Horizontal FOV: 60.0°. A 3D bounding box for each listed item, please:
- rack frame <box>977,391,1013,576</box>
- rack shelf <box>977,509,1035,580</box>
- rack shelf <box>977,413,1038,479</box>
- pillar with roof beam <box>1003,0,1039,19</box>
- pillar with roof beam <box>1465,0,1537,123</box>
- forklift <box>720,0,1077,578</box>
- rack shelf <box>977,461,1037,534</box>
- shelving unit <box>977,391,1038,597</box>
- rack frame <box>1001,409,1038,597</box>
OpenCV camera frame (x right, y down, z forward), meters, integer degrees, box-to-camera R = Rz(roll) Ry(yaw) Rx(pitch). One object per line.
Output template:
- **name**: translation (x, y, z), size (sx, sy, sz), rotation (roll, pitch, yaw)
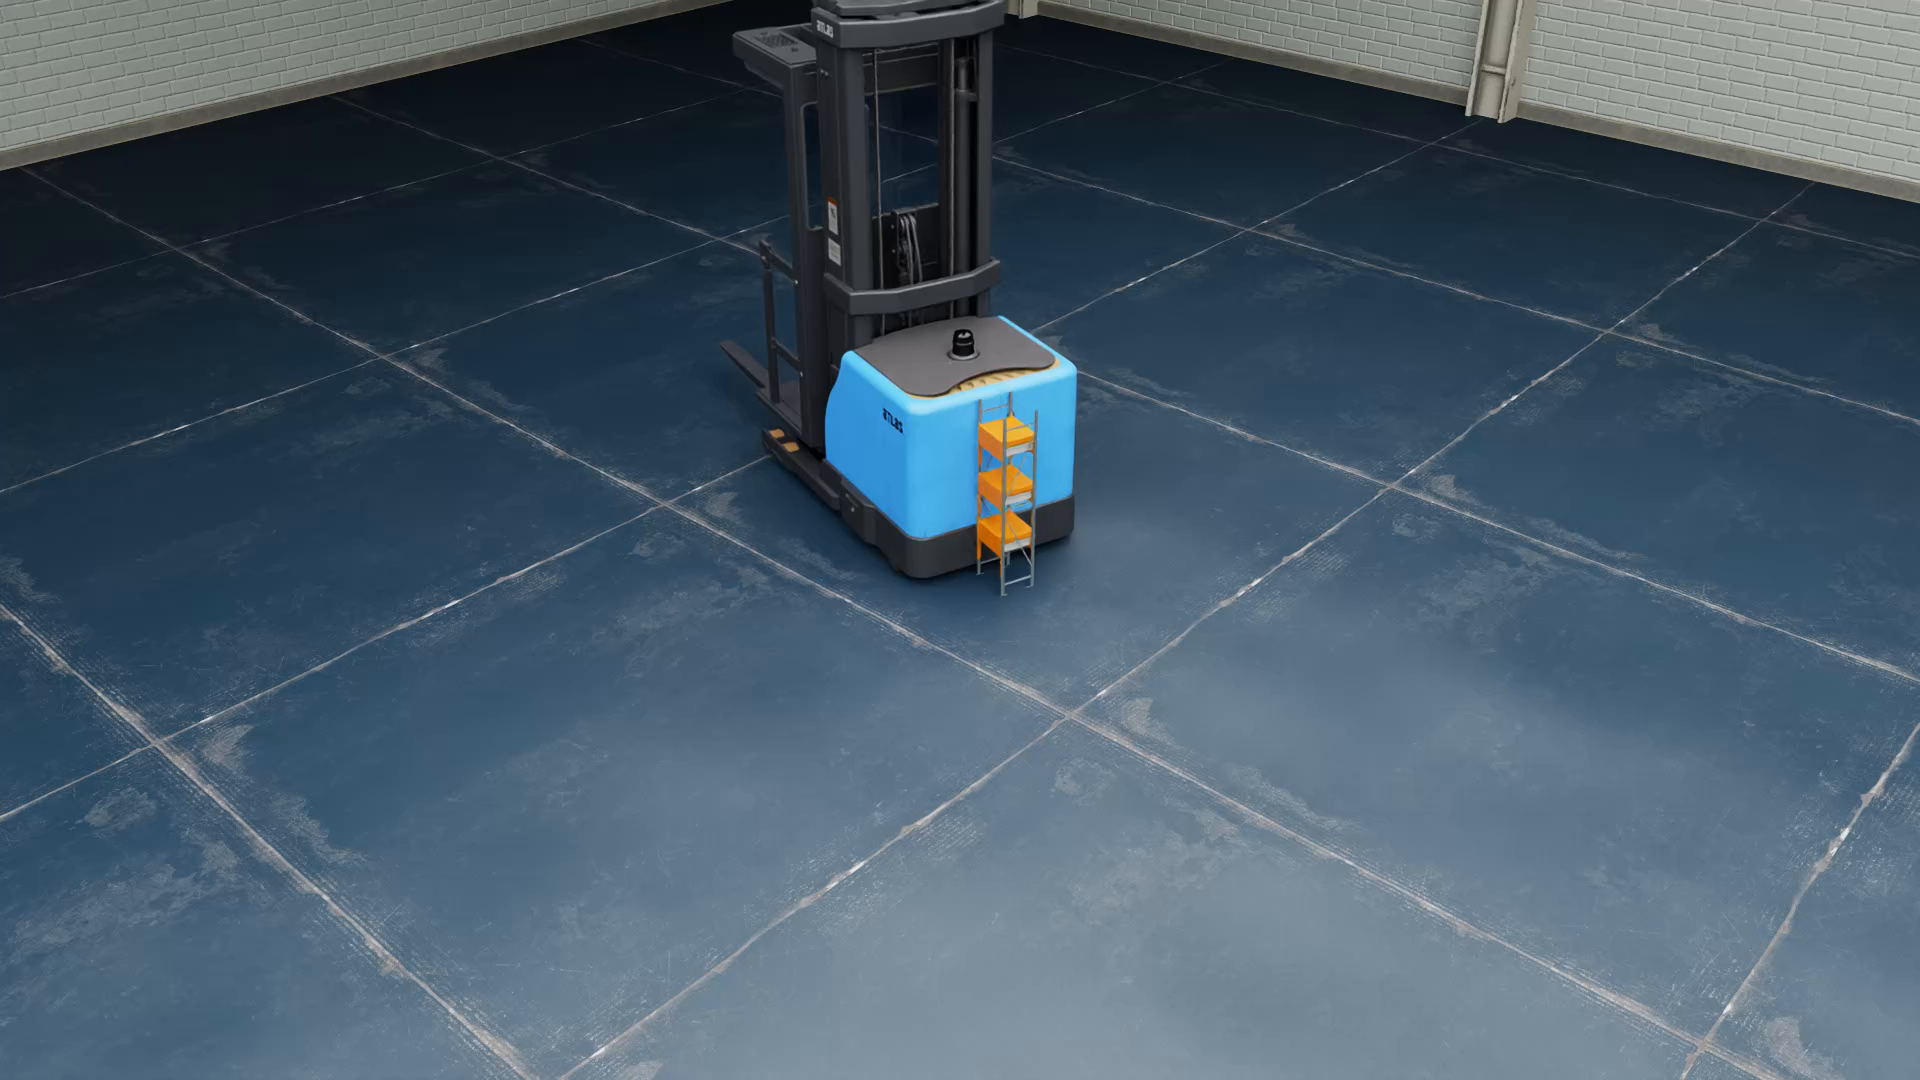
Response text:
- **rack frame**: translation (0.180, -0.285, 8.705), size (0.200, 1.050, 0.008), rotation (-17, 35, -25)
- **rack shelf**: translation (0.241, 0.017, 8.763), size (0.215, 0.259, 0.240), rotation (-17, 35, -25)
- **rack shelf**: translation (0.241, -0.464, 8.473), size (0.215, 0.259, 0.240), rotation (-17, 35, -25)
- **pillar with roof beam**: translation (-2.211, -8.385, 14.453), size (0.400, 9.000, 9.100), rotation (25, 39, 35)
- **pillar with roof beam**: translation (2.238, -6.308, 11.004), size (0.400, 9.000, 9.100), rotation (25, 39, 35)
- **forklift**: translation (-0.541, -1.783, 9.369), size (1.130, 2.935, 3.031), rotation (-17, 35, -25)
- **rack shelf**: translation (0.241, -0.221, 8.620), size (0.215, 0.259, 0.240), rotation (-17, 35, -25)
- **shelving unit**: translation (0.241, -0.230, 8.614), size (0.215, 1.050, 0.252), rotation (-17, 35, -25)
- **rack frame**: translation (0.302, -0.176, 8.524), size (0.200, 1.050, 0.008), rotation (-17, 35, -25)
